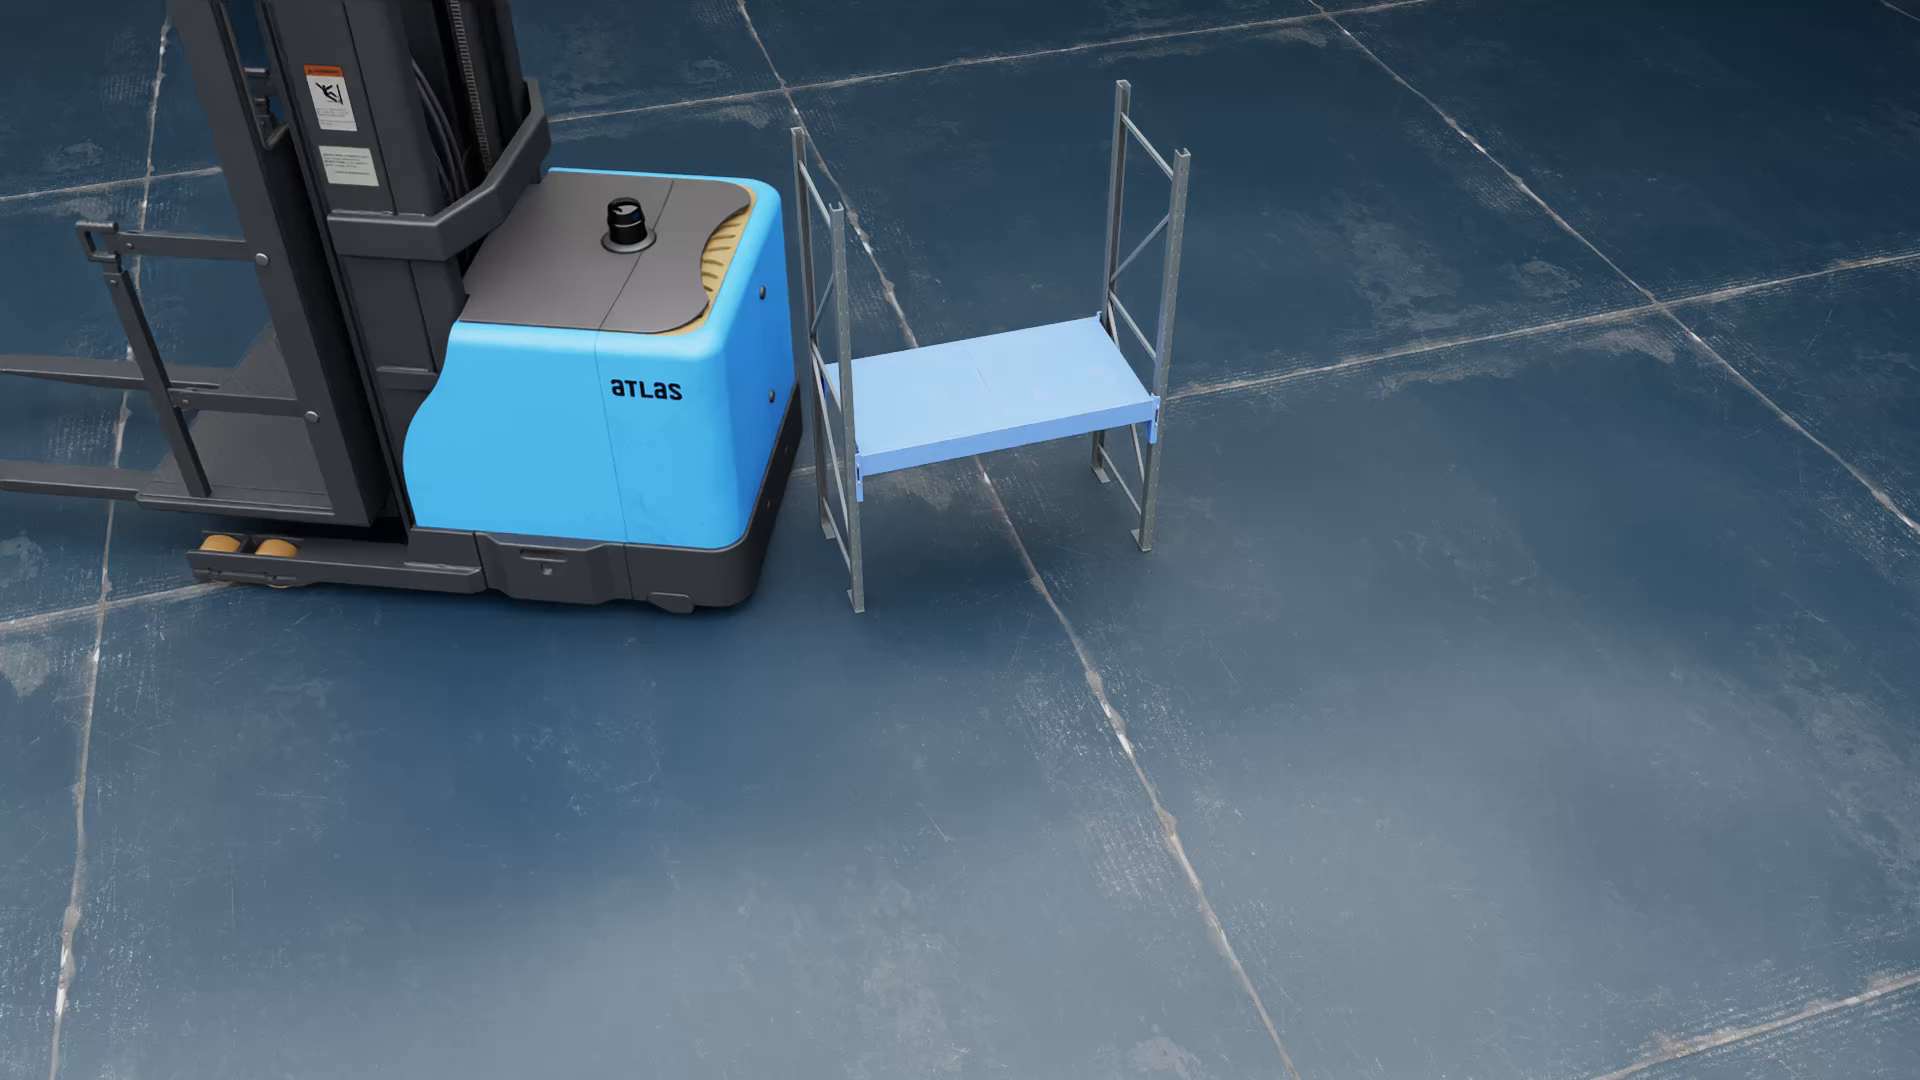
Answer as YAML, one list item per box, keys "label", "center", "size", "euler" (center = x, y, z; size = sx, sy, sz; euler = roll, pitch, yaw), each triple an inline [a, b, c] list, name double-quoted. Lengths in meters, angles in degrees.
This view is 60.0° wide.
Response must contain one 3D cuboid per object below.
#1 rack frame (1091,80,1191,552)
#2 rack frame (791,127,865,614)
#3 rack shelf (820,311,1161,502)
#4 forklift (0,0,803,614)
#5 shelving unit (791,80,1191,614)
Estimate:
- label: "rack frame"
  center: [0.566, -0.682, 5.391]
  size: [0.032, 1.500, 0.500]
  euler: [-12, 42, -13]
- label: "rack frame"
  center: [-0.404, -0.481, 5.161]
  size: [0.032, 1.500, 0.500]
  euler: [-12, 42, -13]
- label: "rack shelf"
  center: [0.081, -0.446, 5.394]
  size: [1.000, 0.185, 0.538]
  euler: [-12, 42, -13]
- label: "forklift"
  center: [-2.130, -1.283, 4.991]
  size: [3.031, 2.935, 1.130]
  euler: [4, 41, 5]
- label: "shelving unit"
  center: [0.081, -0.582, 5.276]
  size: [1.048, 1.500, 0.538]
  euler: [-12, 42, -13]
